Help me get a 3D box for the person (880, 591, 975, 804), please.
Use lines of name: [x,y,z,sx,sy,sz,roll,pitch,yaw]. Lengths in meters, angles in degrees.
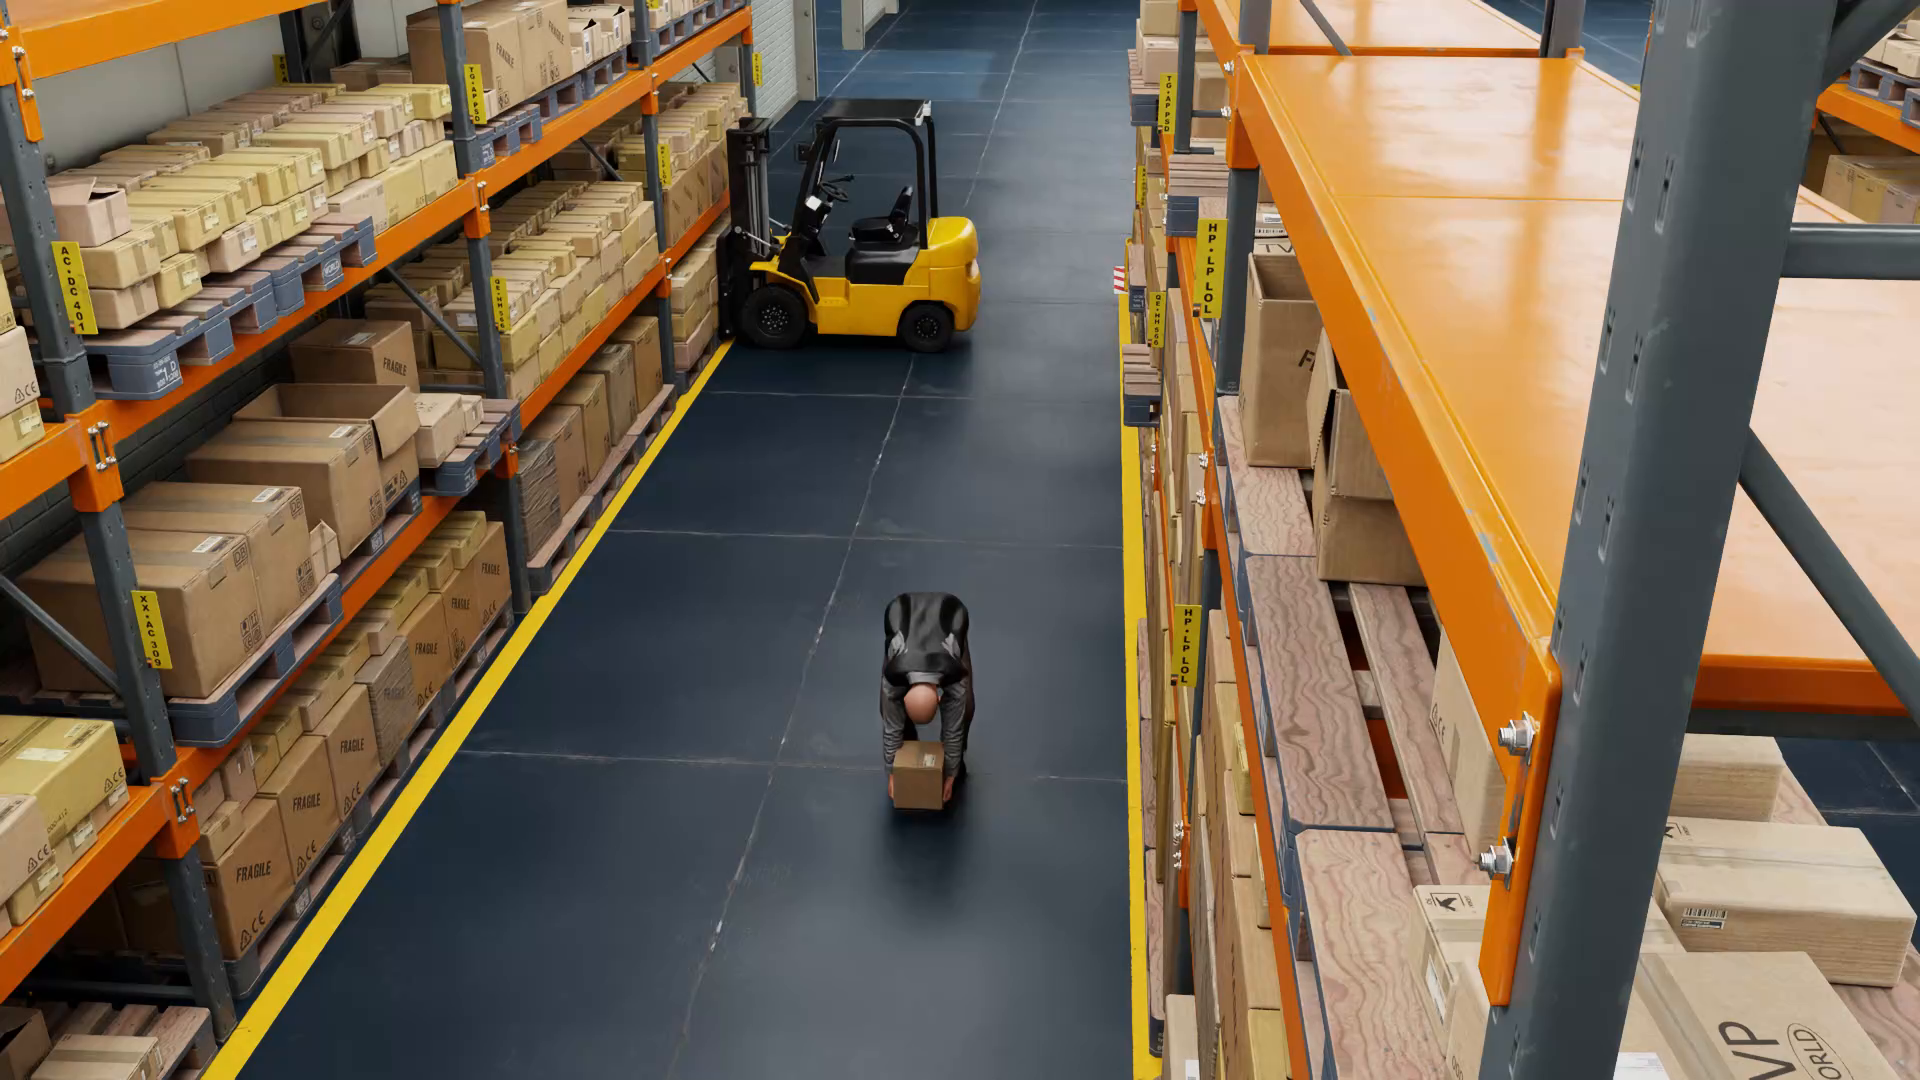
person: [-0.173,0.834,8.648,0.503,1.014,0.948,1,24,1]
